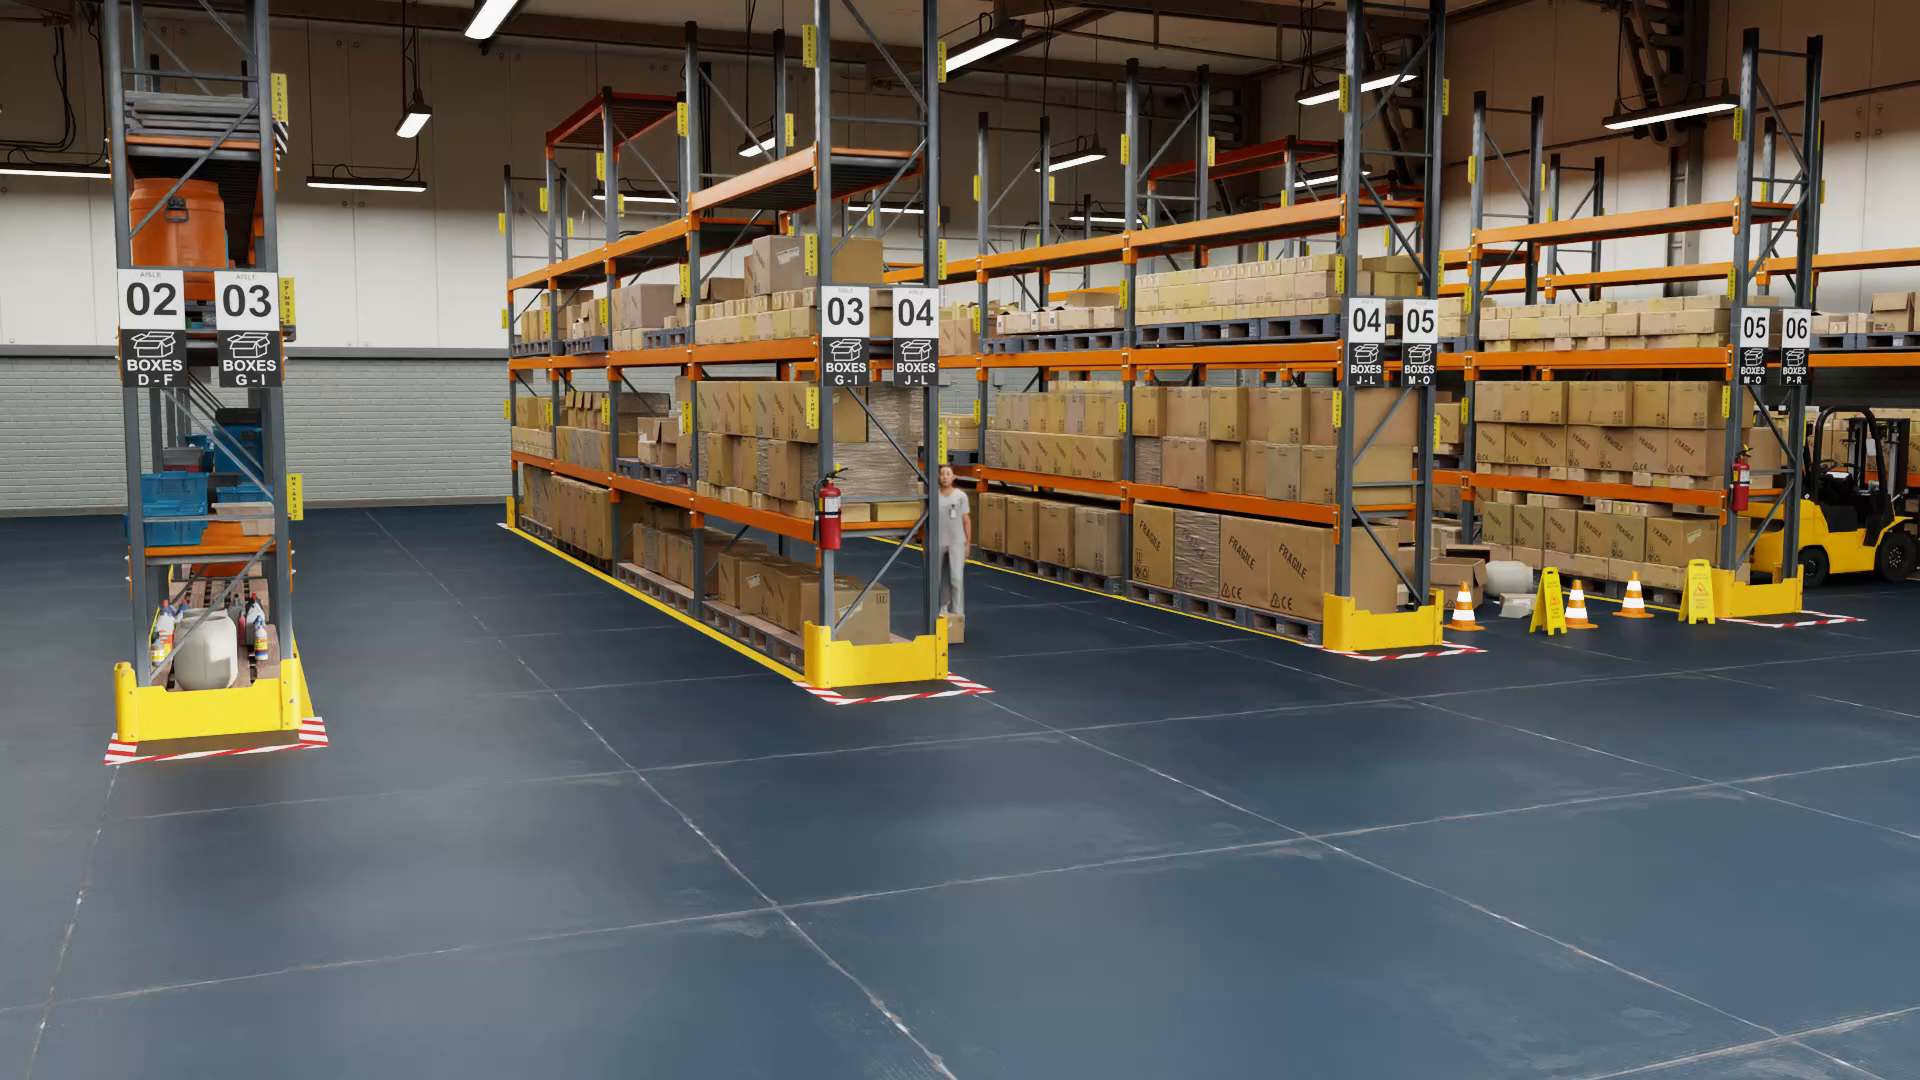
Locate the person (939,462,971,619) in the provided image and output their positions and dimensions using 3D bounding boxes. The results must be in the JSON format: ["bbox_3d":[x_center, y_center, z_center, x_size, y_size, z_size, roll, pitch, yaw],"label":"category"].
[{"bbox_3d":[-0.125,0.058,16.359,0.457,1.646,0.769,1,6,9],"label":"person"}]
